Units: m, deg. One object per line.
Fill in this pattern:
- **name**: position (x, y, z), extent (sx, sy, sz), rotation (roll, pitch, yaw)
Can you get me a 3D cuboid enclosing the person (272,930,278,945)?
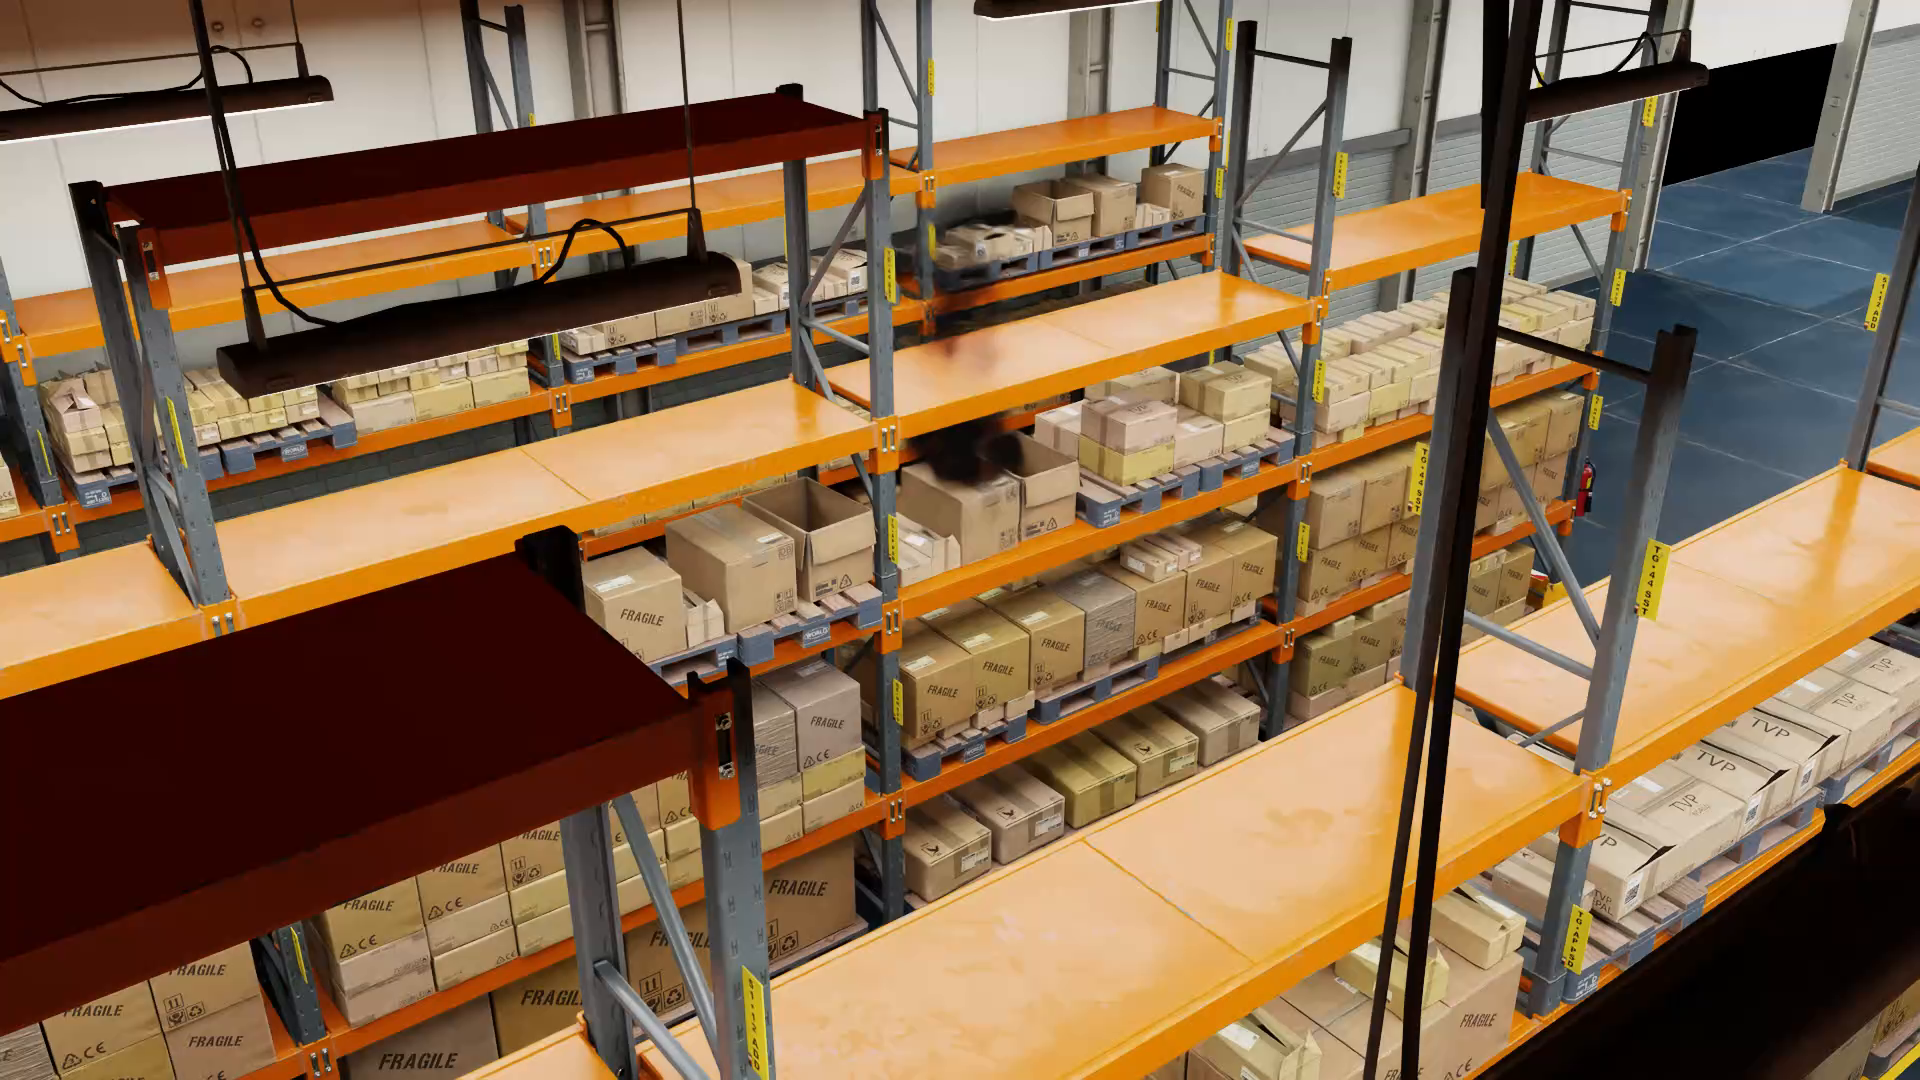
- **person**: position (-4.590, 2.455, 11.251), extent (0.967, 1.682, 0.618), rotation (-23, 34, -39)
